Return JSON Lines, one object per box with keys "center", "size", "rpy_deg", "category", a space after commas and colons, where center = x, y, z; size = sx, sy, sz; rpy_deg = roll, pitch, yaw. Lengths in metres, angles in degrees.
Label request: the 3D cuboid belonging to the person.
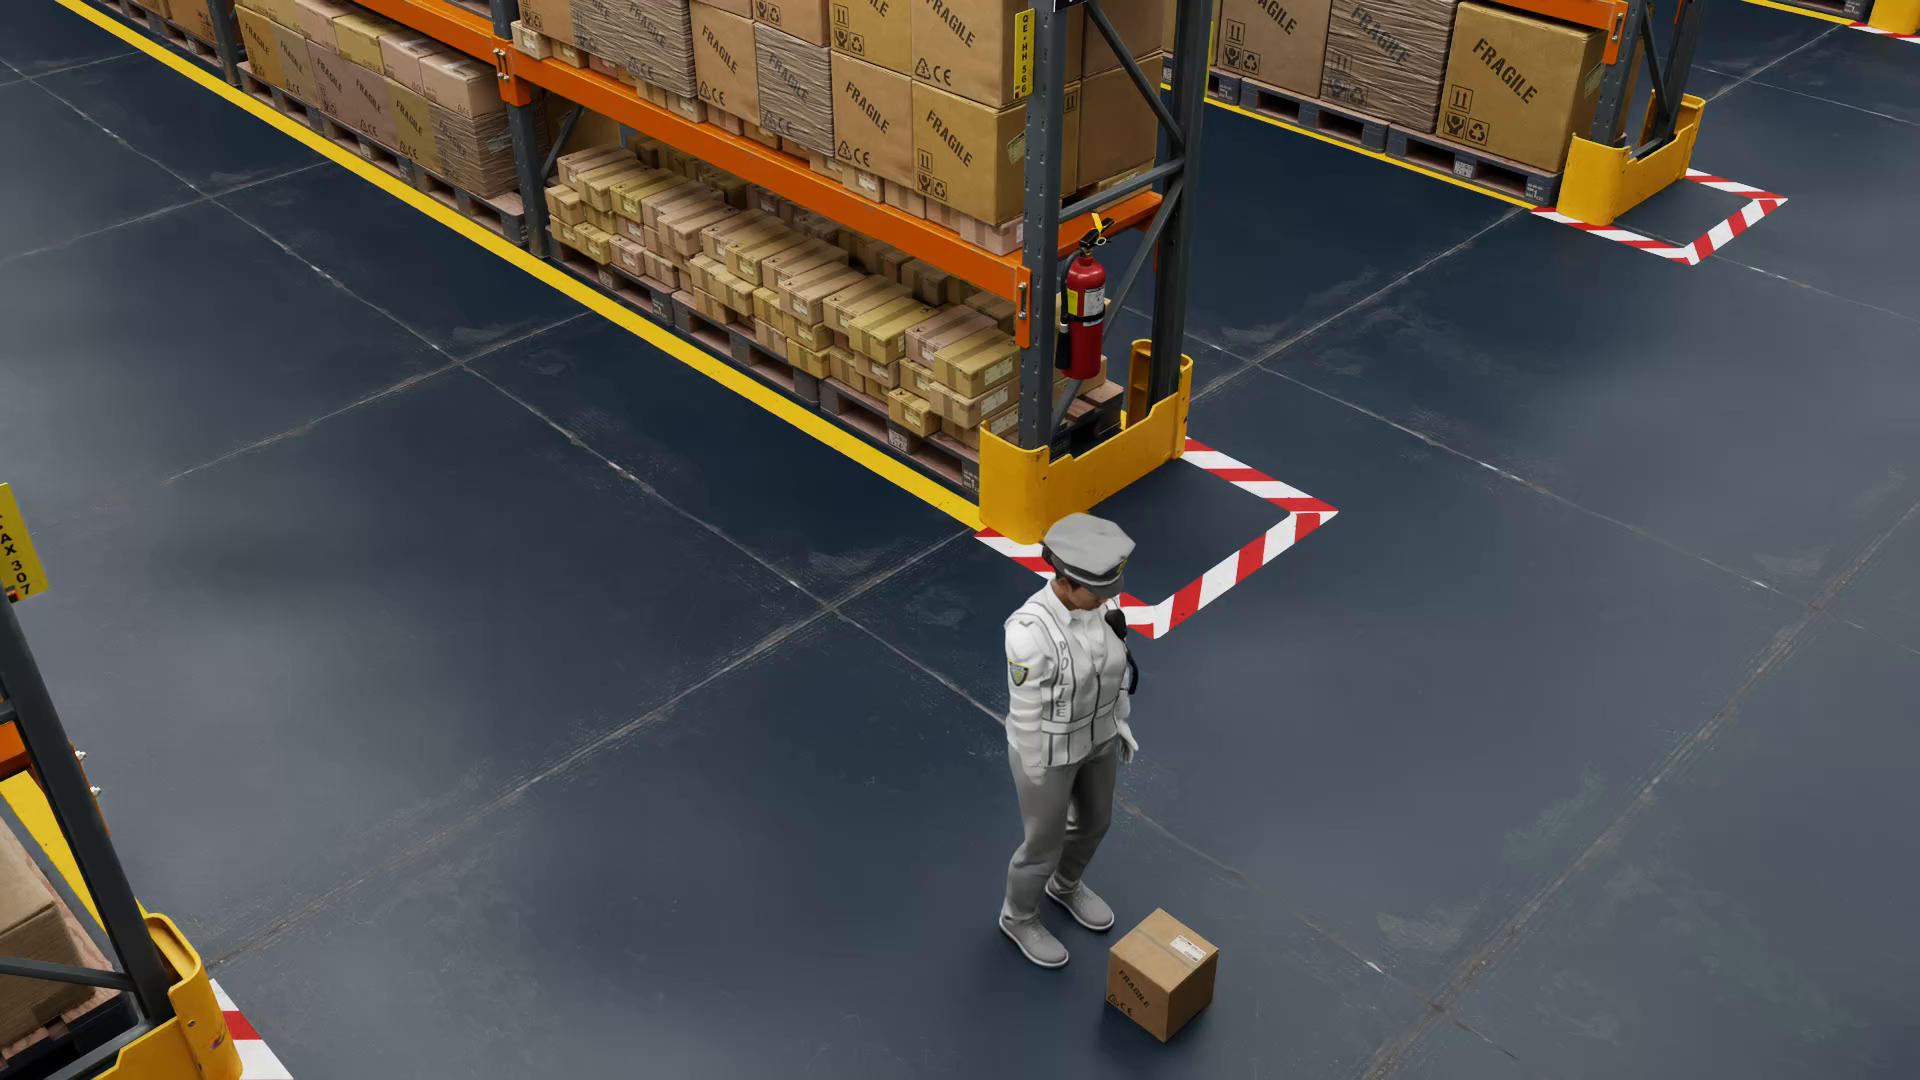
{"center": [0.345, 0.639, 5.266], "size": [0.475, 1.661, 0.327], "rpy_deg": [-29, 45, -34], "category": "person"}
